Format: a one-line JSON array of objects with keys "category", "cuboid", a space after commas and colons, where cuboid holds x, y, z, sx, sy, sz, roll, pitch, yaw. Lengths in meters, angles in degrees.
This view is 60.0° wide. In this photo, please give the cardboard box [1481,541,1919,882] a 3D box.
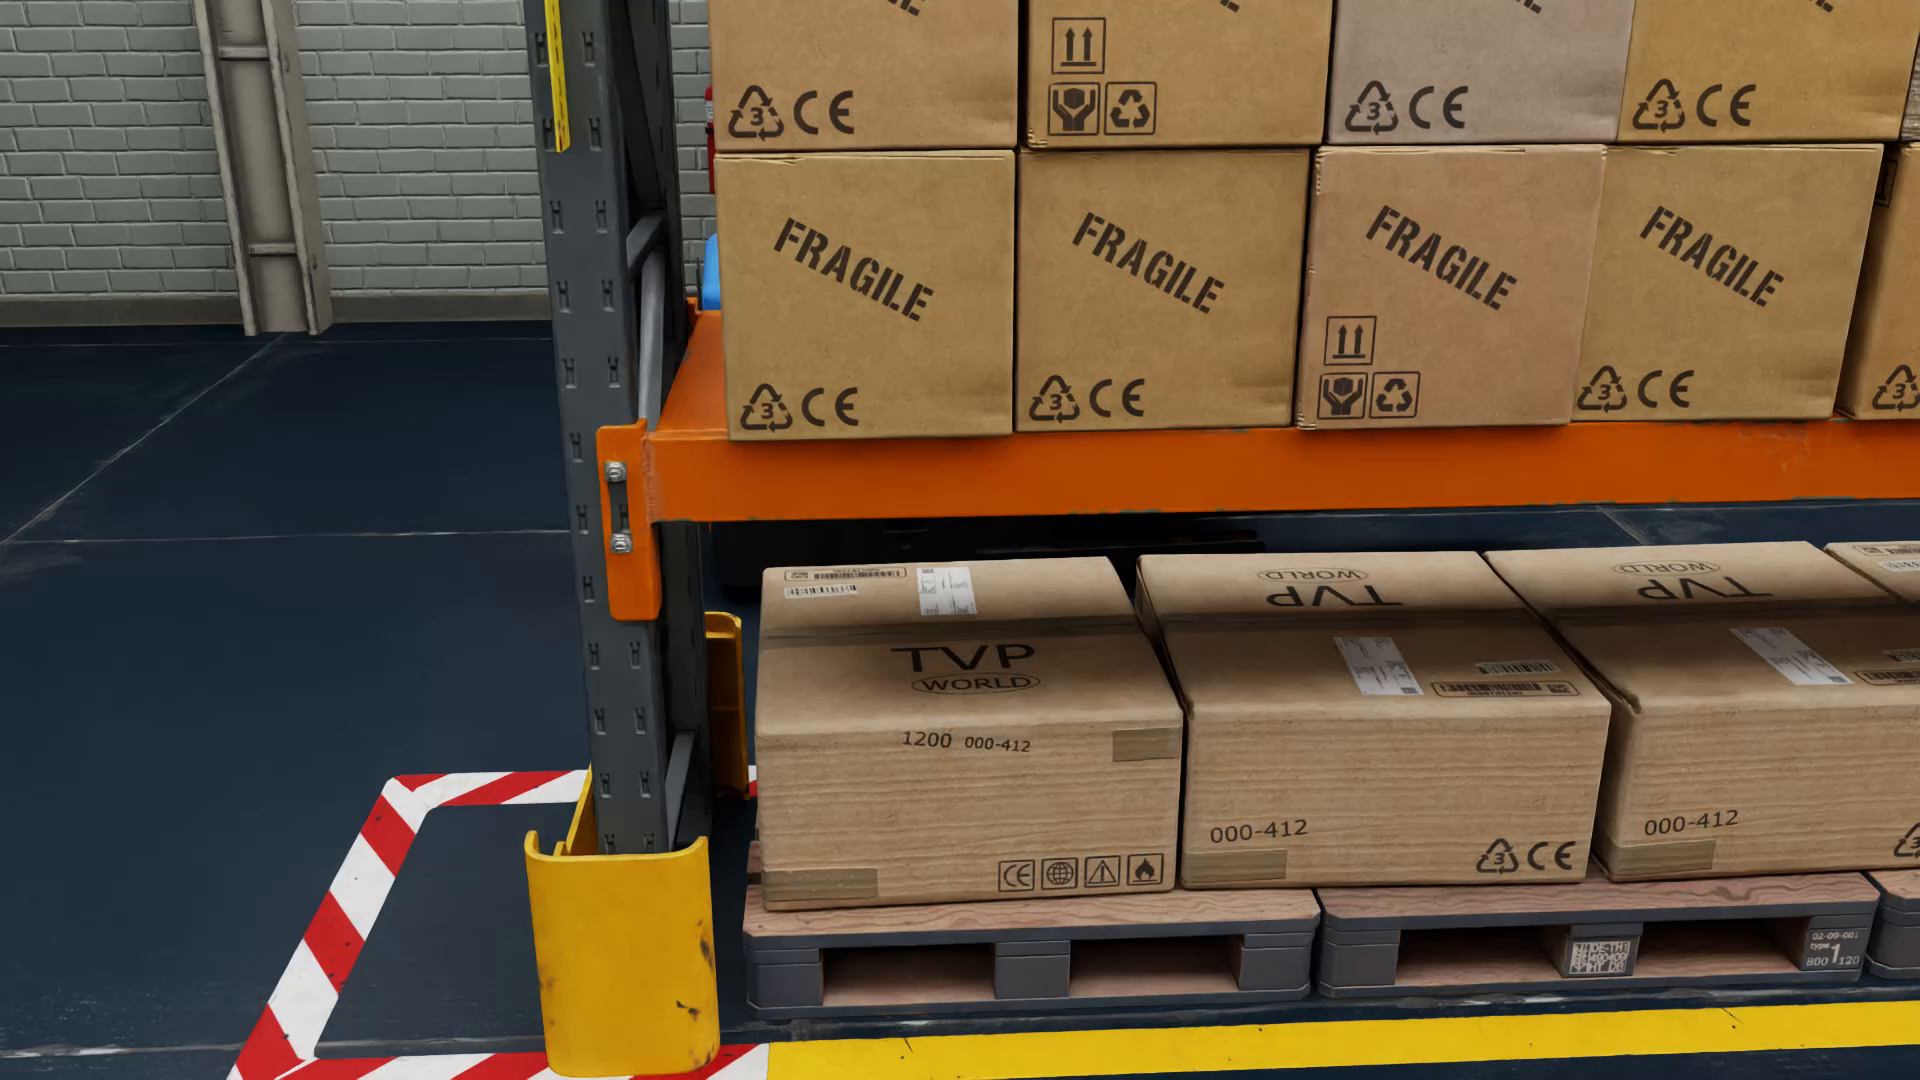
[{"category": "cardboard box", "cuboid": [1.798, 0.371, 3.942, 0.875, 0.438, 0.875, -2, 21, -5]}]

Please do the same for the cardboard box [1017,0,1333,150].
[{"category": "cardboard box", "cuboid": [0.342, -0.978, 2.927, 0.500, 0.500, 0.500, -2, 21, -5]}]

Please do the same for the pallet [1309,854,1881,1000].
[{"category": "pallet", "cuboid": [1.340, 0.693, 4.003, 1.213, 0.211, 1.003, -1, 21, -3]}]

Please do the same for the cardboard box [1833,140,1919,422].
[{"category": "cardboard box", "cuboid": [1.862, -0.542, 3.188, 0.500, 0.500, 0.500, -1, 21, -4]}]

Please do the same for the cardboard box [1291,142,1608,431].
[{"category": "cardboard box", "cuboid": [0.839, -0.521, 3.132, 0.500, 0.500, 0.500, -1, 21, -3]}]

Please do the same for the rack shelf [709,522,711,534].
[{"category": "rack shelf", "cuboid": [-1.012, -0.175, 5.915, 0.240, 0.259, 0.215, -3, 21, -7]}]

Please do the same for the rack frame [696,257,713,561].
[{"category": "rack frame", "cuboid": [-0.891, -0.450, 5.827, 0.008, 1.050, 0.200, -3, 21, -7]}]

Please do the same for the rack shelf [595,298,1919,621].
[{"category": "rack shelf", "cuboid": [1.328, -0.247, 3.564, 4.000, 0.370, 1.077, -1, 21, -3]}]

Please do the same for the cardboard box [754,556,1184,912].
[{"category": "cardboard box", "cuboid": [-0.016, 0.410, 3.839, 0.875, 0.438, 0.875, -2, 21, -5]}]

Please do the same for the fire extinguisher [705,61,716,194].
[{"category": "fire extinguisher", "cuboid": [-1.077, -1.928, 7.601, 0.183, 0.674, 0.296, -1, 21, -3]}]

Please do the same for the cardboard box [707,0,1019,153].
[{"category": "cardboard box", "cuboid": [-0.174, -0.965, 2.893, 0.500, 0.500, 0.500, -2, 21, -4]}]

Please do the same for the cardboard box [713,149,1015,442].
[{"category": "cardboard box", "cuboid": [-0.173, -0.497, 3.069, 0.500, 0.500, 0.500, -1, 21, -3]}]

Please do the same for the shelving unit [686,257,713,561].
[{"category": "shelving unit", "cuboid": [-1.012, -0.444, 5.812, 0.252, 1.050, 0.215, -3, 21, -7]}]

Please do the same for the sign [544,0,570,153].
[{"category": "sign", "cuboid": [-0.643, -0.786, 2.643, 0.005, 0.325, 0.100, -1, 21, -3]}]

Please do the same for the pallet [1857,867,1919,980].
[{"category": "pallet", "cuboid": [2.561, 0.668, 4.071, 1.213, 0.211, 1.003, -1, 21, -3]}]

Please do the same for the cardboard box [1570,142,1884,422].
[{"category": "cardboard box", "cuboid": [1.338, -0.537, 3.175, 0.500, 0.500, 0.500, 0, 21, -1]}]

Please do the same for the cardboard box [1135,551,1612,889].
[{"category": "cardboard box", "cuboid": [0.897, 0.389, 3.895, 0.875, 0.438, 0.875, -1, 21, -2]}]

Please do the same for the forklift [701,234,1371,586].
[{"category": "forklift", "cuboid": [0.620, -1.398, 5.674, 3.031, 2.935, 1.130, -3, 21, -7]}]

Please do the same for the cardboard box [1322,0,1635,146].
[{"category": "cardboard box", "cuboid": [0.855, -0.991, 2.962, 0.500, 0.500, 0.500, -1, 21, -3]}]

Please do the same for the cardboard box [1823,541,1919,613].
[{"category": "cardboard box", "cuboid": [2.692, 0.352, 3.990, 0.875, 0.438, 0.875, -1, 21, -4]}]

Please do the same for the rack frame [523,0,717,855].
[{"category": "rack frame", "cuboid": [-0.669, -0.542, 3.329, 0.127, 3.000, 1.000, -1, 21, -3]}]

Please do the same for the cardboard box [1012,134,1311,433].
[{"category": "cardboard box", "cuboid": [0.330, -0.517, 3.122, 0.500, 0.500, 0.500, -1, 21, -4]}]

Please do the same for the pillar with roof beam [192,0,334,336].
[{"category": "pillar with roof beam", "cuboid": [-3.454, -3.845, 3.573, 0.400, 9.000, 9.100, -1, 21, -3]}]

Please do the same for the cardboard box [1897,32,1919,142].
[{"category": "cardboard box", "cuboid": [1.854, -1.009, 3.009, 0.500, 0.500, 0.500, -1, 21, -2]}]

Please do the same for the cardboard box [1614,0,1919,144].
[{"category": "cardboard box", "cuboid": [1.353, -1.001, 2.989, 0.500, 0.500, 0.500, -1, 21, -3]}]

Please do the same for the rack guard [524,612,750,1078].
[{"category": "rack guard", "cuboid": [-0.693, 0.627, 3.773, 0.348, 0.500, 1.175, -1, 21, -3]}]

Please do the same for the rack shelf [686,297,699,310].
[{"category": "rack shelf", "cuboid": [-1.012, -0.700, 5.715, 0.240, 0.259, 0.215, -3, 21, -7]}]

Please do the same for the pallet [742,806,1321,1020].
[{"category": "pallet", "cuboid": [0.125, 0.717, 3.941, 1.213, 0.211, 1.003, -1, 21, -3]}]
